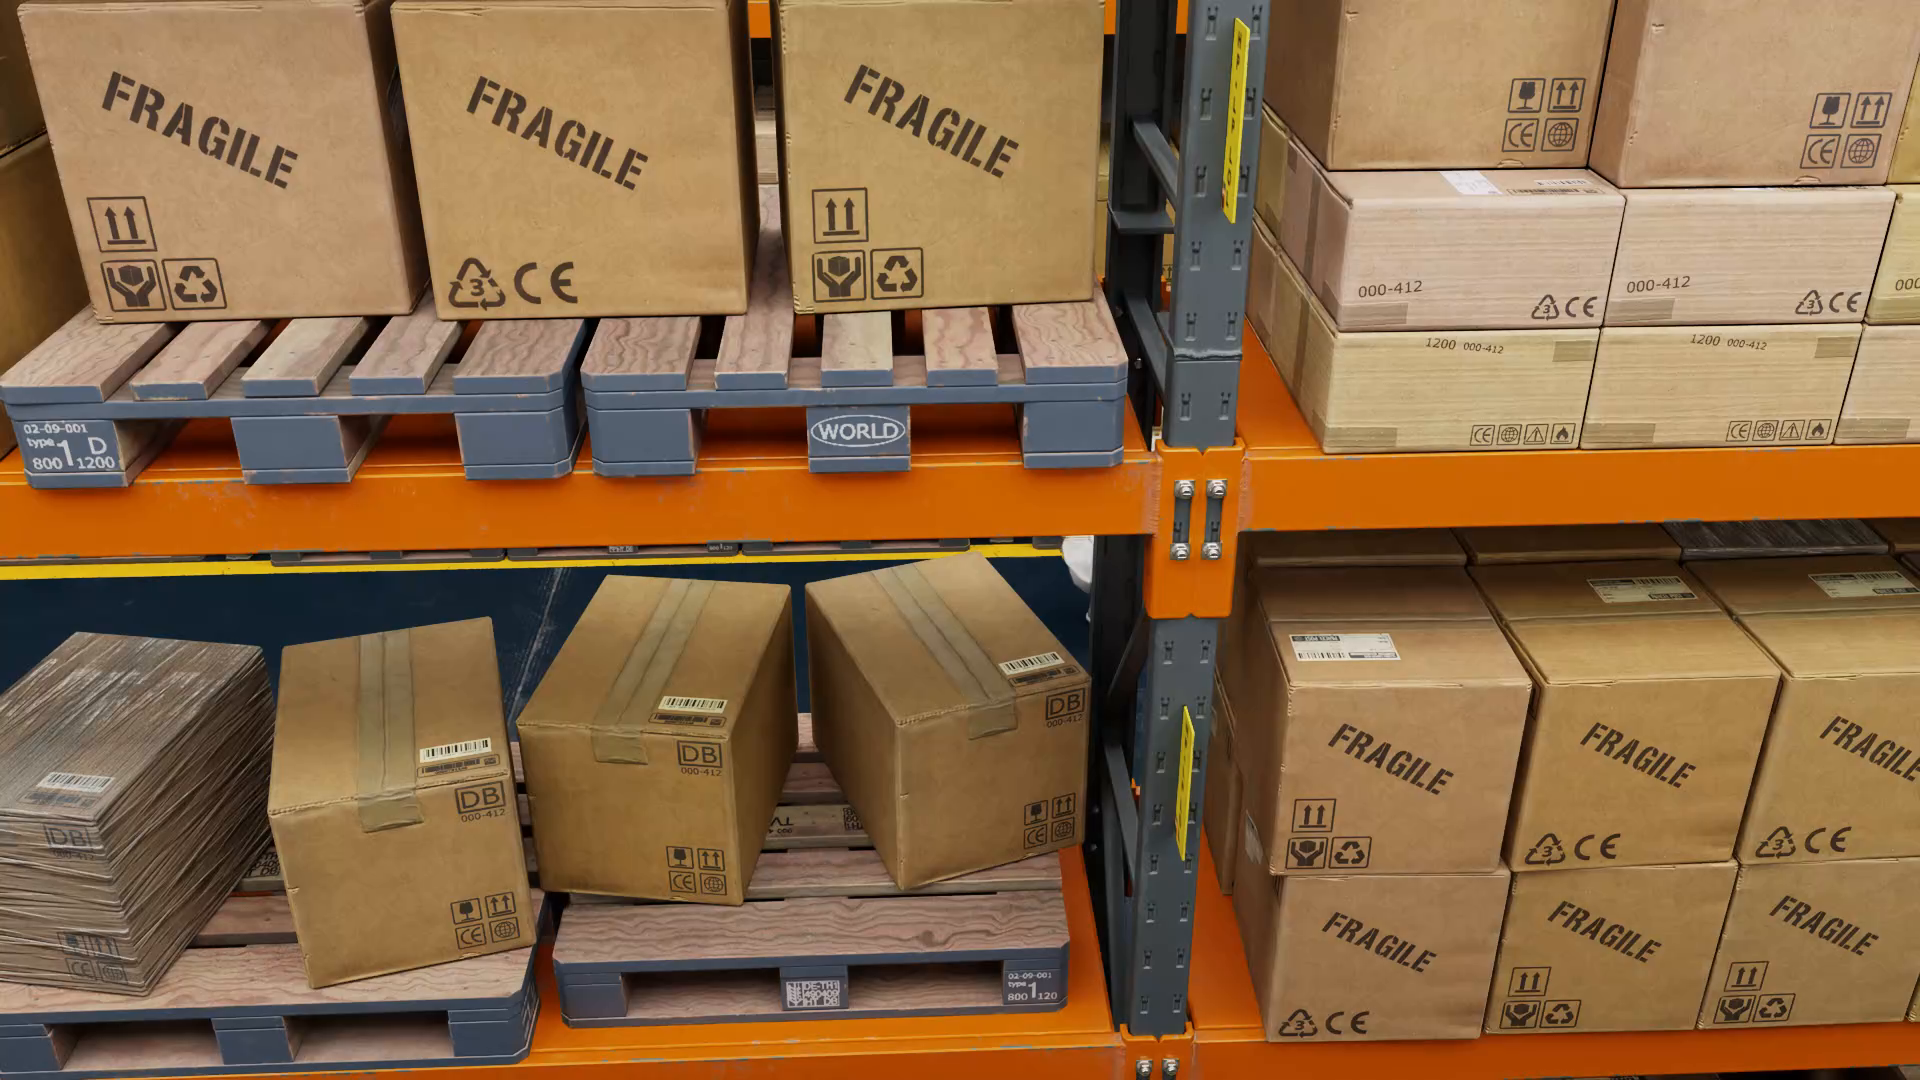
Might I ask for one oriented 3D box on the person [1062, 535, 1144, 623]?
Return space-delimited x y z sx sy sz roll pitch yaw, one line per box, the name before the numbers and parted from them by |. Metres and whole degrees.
person | 0.917 0.076 7.857 0.868 0.855 0.478 -1 28 -2
